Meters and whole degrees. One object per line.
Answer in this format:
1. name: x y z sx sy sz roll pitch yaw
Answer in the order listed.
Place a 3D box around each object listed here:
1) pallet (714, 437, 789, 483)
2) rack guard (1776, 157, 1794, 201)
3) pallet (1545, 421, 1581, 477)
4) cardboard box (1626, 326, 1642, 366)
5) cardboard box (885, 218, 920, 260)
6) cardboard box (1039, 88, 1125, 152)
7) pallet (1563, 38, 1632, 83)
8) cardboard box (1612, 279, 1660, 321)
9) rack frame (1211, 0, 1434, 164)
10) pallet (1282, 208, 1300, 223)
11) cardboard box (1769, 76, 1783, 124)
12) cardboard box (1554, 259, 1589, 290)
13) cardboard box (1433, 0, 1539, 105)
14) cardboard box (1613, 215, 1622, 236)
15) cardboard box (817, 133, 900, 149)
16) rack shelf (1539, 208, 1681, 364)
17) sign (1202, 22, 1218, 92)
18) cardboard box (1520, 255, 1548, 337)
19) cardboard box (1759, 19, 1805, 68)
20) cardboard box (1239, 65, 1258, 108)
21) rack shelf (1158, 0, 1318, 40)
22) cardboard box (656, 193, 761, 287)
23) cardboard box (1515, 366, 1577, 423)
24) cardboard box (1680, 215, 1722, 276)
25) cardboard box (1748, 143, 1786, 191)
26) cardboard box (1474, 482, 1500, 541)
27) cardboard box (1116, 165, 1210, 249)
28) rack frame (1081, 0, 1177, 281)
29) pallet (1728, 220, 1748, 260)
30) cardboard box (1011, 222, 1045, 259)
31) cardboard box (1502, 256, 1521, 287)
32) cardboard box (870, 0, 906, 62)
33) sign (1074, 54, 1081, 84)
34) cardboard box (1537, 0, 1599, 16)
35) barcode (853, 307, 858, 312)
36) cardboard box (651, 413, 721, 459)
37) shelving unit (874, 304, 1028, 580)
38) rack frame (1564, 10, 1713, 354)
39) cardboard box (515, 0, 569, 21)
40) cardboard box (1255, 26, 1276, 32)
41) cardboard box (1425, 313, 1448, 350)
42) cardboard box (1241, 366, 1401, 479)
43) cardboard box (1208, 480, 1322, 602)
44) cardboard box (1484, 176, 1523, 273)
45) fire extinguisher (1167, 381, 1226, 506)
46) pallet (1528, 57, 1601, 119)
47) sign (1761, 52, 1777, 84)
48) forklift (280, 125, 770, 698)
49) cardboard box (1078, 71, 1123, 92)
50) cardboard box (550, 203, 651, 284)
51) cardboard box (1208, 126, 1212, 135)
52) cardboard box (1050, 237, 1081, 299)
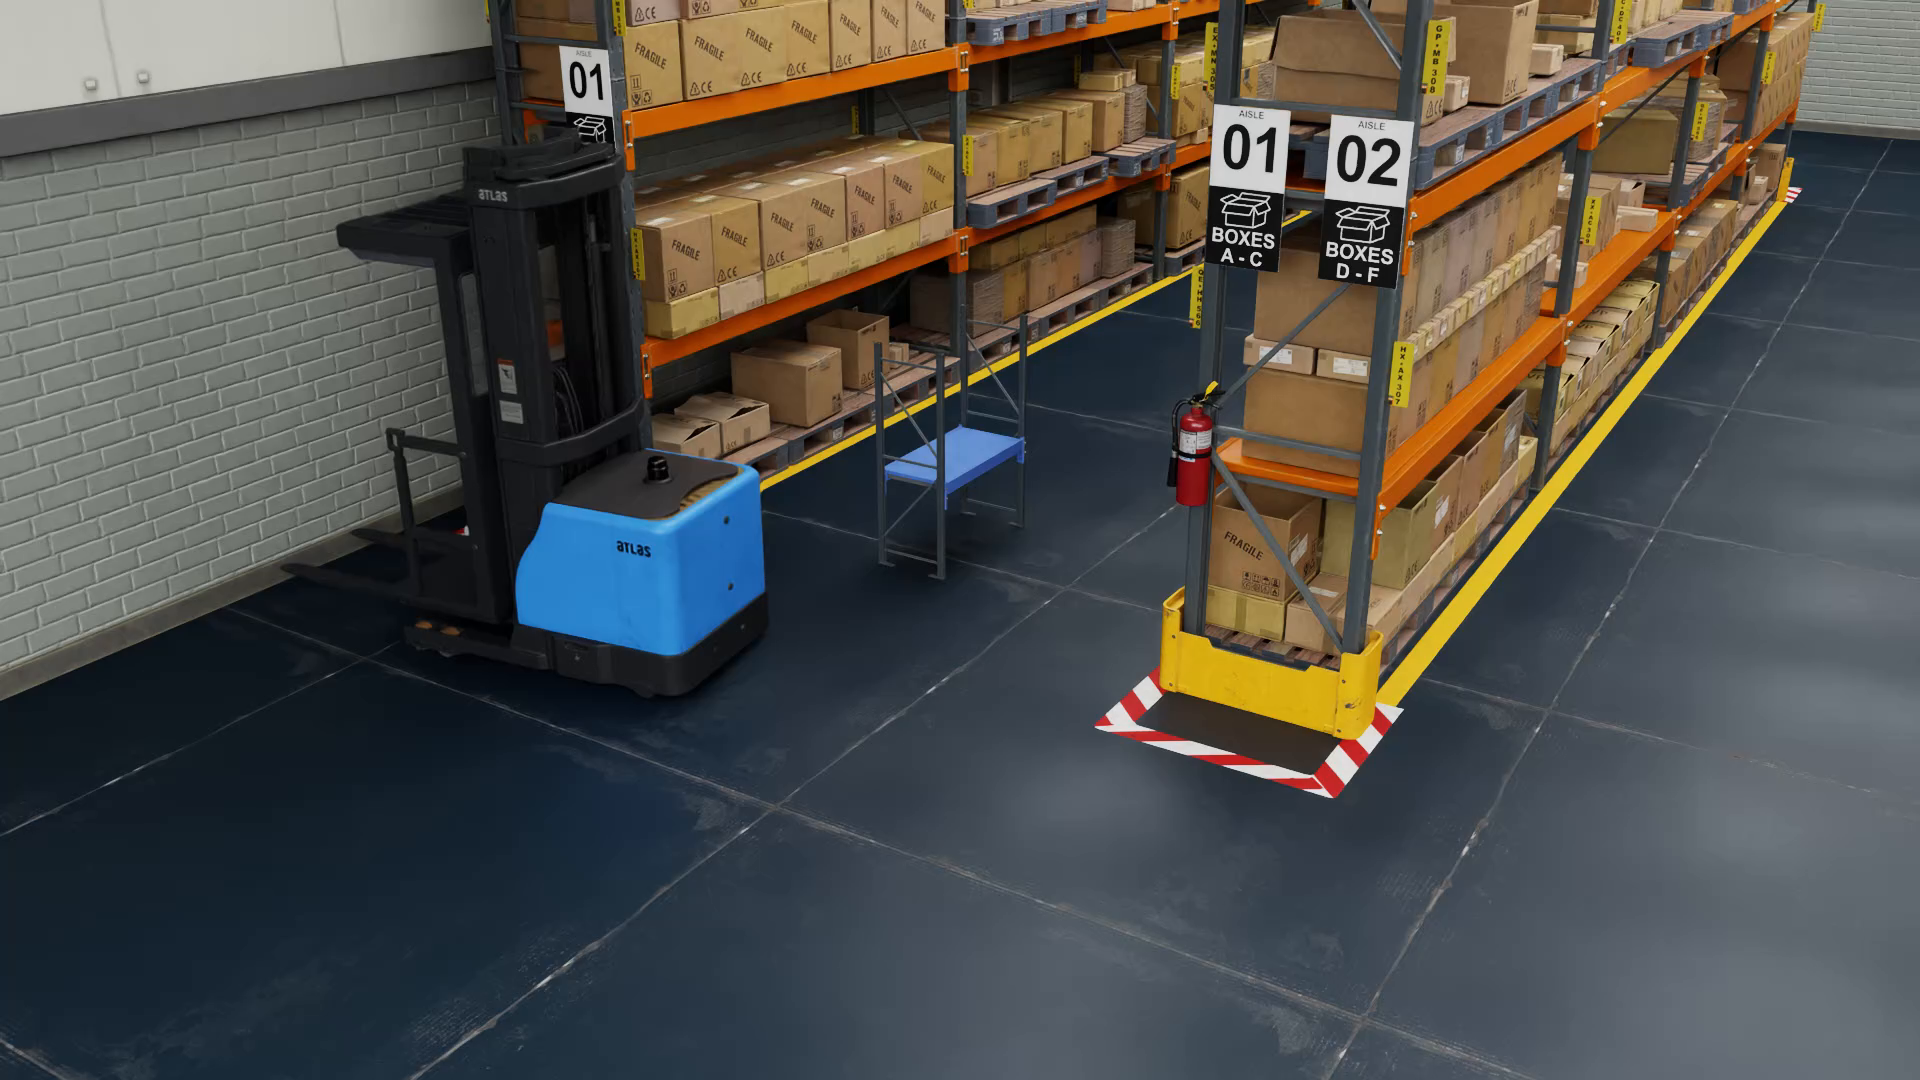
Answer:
1. pallet: -2.016 -0.546 12.245 1.003 0.211 1.213 14 27 29
2. rack guard: 10.096 -4.724 21.532 1.175 0.500 0.348 14 27 29
3. pallet: 4.162 -0.824 12.887 1.003 0.211 1.213 14 27 29
4. cardboard box: 5.577 -1.724 14.389 0.500 0.250 0.500 14 27 28
5. cardboard box: -0.666 -2.434 13.260 0.500 0.250 0.500 14 27 29
6. cardboard box: 1.195 -4.126 16.326 0.700 0.500 0.500 11 26 24
7. pallet: 4.260 -3.436 11.875 0.805 0.209 1.217 13 26 27
8. cardboard box: 5.849 -2.156 14.682 0.500 0.311 0.500 15 27 30
9. rack frame: 1.696 -3.249 7.429 1.000 3.000 0.127 14 27 29
10. pallet: 3.473 -4.027 20.287 1.003 0.211 1.213 14 27 29
11. cardboard box: 9.060 -5.049 19.012 0.500 0.500 0.500 14 27 29
12. cardboard box: 4.447 -1.987 12.381 0.380 0.149 0.250 14 27 29
13. cardboard box: 2.804 -2.679 9.056 0.500 0.500 0.500 14 27 29
14. cardboard box: 5.291 -2.639 13.886 0.380 0.149 0.250 16 28 33
15. cardboard box: -0.830 -3.053 13.746 0.500 0.500 0.500 13 27 28
16. rack shelf: 4.861 -2.191 13.441 1.077 0.370 4.000 14 27 29
17. sign: 1.243 -2.361 8.138 0.100 0.325 0.005 14 27 29
18. cardboard box: 3.578 -1.741 11.370 0.700 0.500 0.500 13 27 28
19. cardboard box: 9.600 -5.847 19.596 0.500 0.500 0.500 15 27 30
20. cardboard box: 2.994 -5.055 18.625 0.500 0.500 0.500 15 27 30
21. rack shelf: 2.761 -5.955 18.359 1.077 0.370 4.000 14 27 29
22. cardboard box: -1.738 -2.080 11.500 0.500 0.500 0.500 14 27 29
23. cardboard box: 4.236 -1.122 12.292 0.500 0.311 0.500 14 27 29
24. cardboard box: 7.477 -3.040 17.090 0.500 0.500 0.500 14 27 30
25. cardboard box: 10.059 -4.716 20.961 0.500 0.500 0.500 14 27 29
26. cardboard box: 3.224 -0.236 10.953 0.500 0.250 0.500 14 27 29
27. cardboard box: 2.205 -3.660 18.106 0.750 0.750 0.750 13 27 28
28. rack frame: 1.706 -4.233 17.253 1.000 3.000 0.127 14 27 29
29. pallet: 8.389 -3.498 19.065 1.003 0.211 1.213 14 27 29
30. cardboard box: 0.471 -2.860 15.729 0.500 0.250 0.500 13 27 27
31. cardboard box: 3.307 -1.710 10.482 0.380 0.149 0.250 14 27 29
32. cardboard box: -0.738 -3.925 12.613 0.500 0.500 0.500 11 26 25
33. sign: 1.232 -4.880 17.289 0.100 0.325 0.005 14 27 29
34. cardboard box: 4.165 -3.891 11.403 0.500 0.500 0.500 14 27 30
35. barcode: -0.893 -1.953 14.175 0.001 0.075 0.075 14 27 29
36. cardboard box: -2.073 -0.716 11.958 0.500 0.311 0.500 11 26 23
37. shelving unit: -0.045 -0.659 10.886 0.538 1.500 1.048 14 27 29
38. rack frame: 5.916 -3.196 14.858 1.000 3.000 0.127 14 27 29
39. cardboard box: -2.509 -3.624 10.660 0.500 0.500 0.500 15 28 31
40. cardboard box: 3.787 -5.908 19.652 0.500 0.250 0.500 15 27 30
41. cardboard box: 2.491 -1.185 9.270 0.380 0.149 0.250 13 27 28
42. cardboard box: 1.953 -0.697 8.959 0.700 0.500 0.500 14 27 29
43. cardboard box: 1.726 -0.015 9.497 0.500 0.500 0.500 14 27 29
44. cardboard box: 3.047 -1.997 10.328 0.700 0.500 0.500 14 27 29
45. fire extinguisher: 1.239 -0.518 8.769 0.296 0.674 0.183 14 27 29
46. pallet: 3.378 -2.889 10.483 1.003 0.211 1.213 14 27 29
47. sign: 8.500 -4.963 17.481 0.100 0.325 0.005 14 27 29
48. forklift: -2.695 -0.847 9.517 3.031 2.935 1.130 10 25 22
49. cardboard box: 1.392 -4.544 16.475 0.380 0.149 0.250 9 25 20
50. cardboard box: -2.446 -2.021 11.363 0.500 0.500 0.500 14 27 28
51. cardboard box: 2.586 -4.545 18.264 0.380 0.149 0.250 15 27 30
52. cardboard box: 0.762 -2.711 16.329 0.700 0.500 0.500 14 27 29
